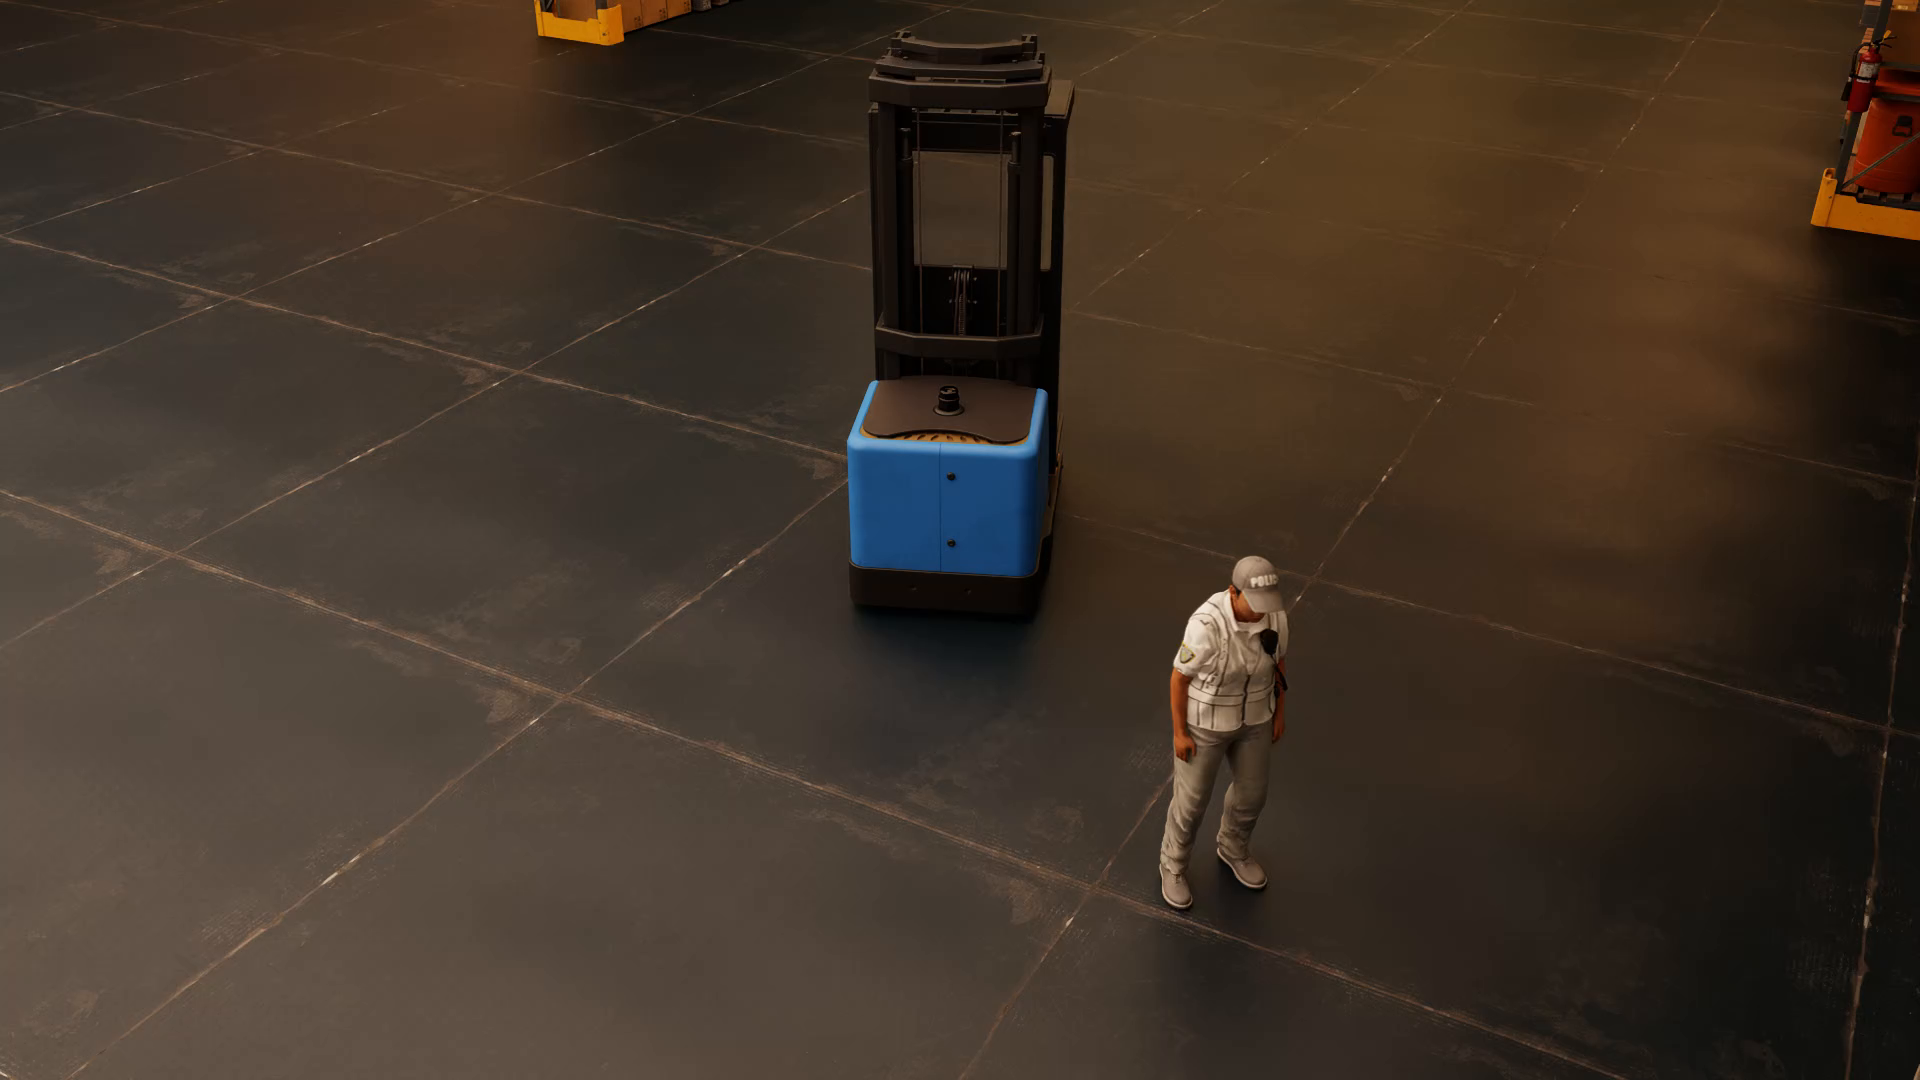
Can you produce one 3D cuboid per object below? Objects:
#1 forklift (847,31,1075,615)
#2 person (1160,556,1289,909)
[{"bbox_3d":[0.072,-1.572,9.794,1.130,2.935,3.031,3,30,6],"label":"forklift"},{"bbox_3d":[1.125,0.776,6.994,0.542,1.666,0.468,-10,31,-17],"label":"person"}]
